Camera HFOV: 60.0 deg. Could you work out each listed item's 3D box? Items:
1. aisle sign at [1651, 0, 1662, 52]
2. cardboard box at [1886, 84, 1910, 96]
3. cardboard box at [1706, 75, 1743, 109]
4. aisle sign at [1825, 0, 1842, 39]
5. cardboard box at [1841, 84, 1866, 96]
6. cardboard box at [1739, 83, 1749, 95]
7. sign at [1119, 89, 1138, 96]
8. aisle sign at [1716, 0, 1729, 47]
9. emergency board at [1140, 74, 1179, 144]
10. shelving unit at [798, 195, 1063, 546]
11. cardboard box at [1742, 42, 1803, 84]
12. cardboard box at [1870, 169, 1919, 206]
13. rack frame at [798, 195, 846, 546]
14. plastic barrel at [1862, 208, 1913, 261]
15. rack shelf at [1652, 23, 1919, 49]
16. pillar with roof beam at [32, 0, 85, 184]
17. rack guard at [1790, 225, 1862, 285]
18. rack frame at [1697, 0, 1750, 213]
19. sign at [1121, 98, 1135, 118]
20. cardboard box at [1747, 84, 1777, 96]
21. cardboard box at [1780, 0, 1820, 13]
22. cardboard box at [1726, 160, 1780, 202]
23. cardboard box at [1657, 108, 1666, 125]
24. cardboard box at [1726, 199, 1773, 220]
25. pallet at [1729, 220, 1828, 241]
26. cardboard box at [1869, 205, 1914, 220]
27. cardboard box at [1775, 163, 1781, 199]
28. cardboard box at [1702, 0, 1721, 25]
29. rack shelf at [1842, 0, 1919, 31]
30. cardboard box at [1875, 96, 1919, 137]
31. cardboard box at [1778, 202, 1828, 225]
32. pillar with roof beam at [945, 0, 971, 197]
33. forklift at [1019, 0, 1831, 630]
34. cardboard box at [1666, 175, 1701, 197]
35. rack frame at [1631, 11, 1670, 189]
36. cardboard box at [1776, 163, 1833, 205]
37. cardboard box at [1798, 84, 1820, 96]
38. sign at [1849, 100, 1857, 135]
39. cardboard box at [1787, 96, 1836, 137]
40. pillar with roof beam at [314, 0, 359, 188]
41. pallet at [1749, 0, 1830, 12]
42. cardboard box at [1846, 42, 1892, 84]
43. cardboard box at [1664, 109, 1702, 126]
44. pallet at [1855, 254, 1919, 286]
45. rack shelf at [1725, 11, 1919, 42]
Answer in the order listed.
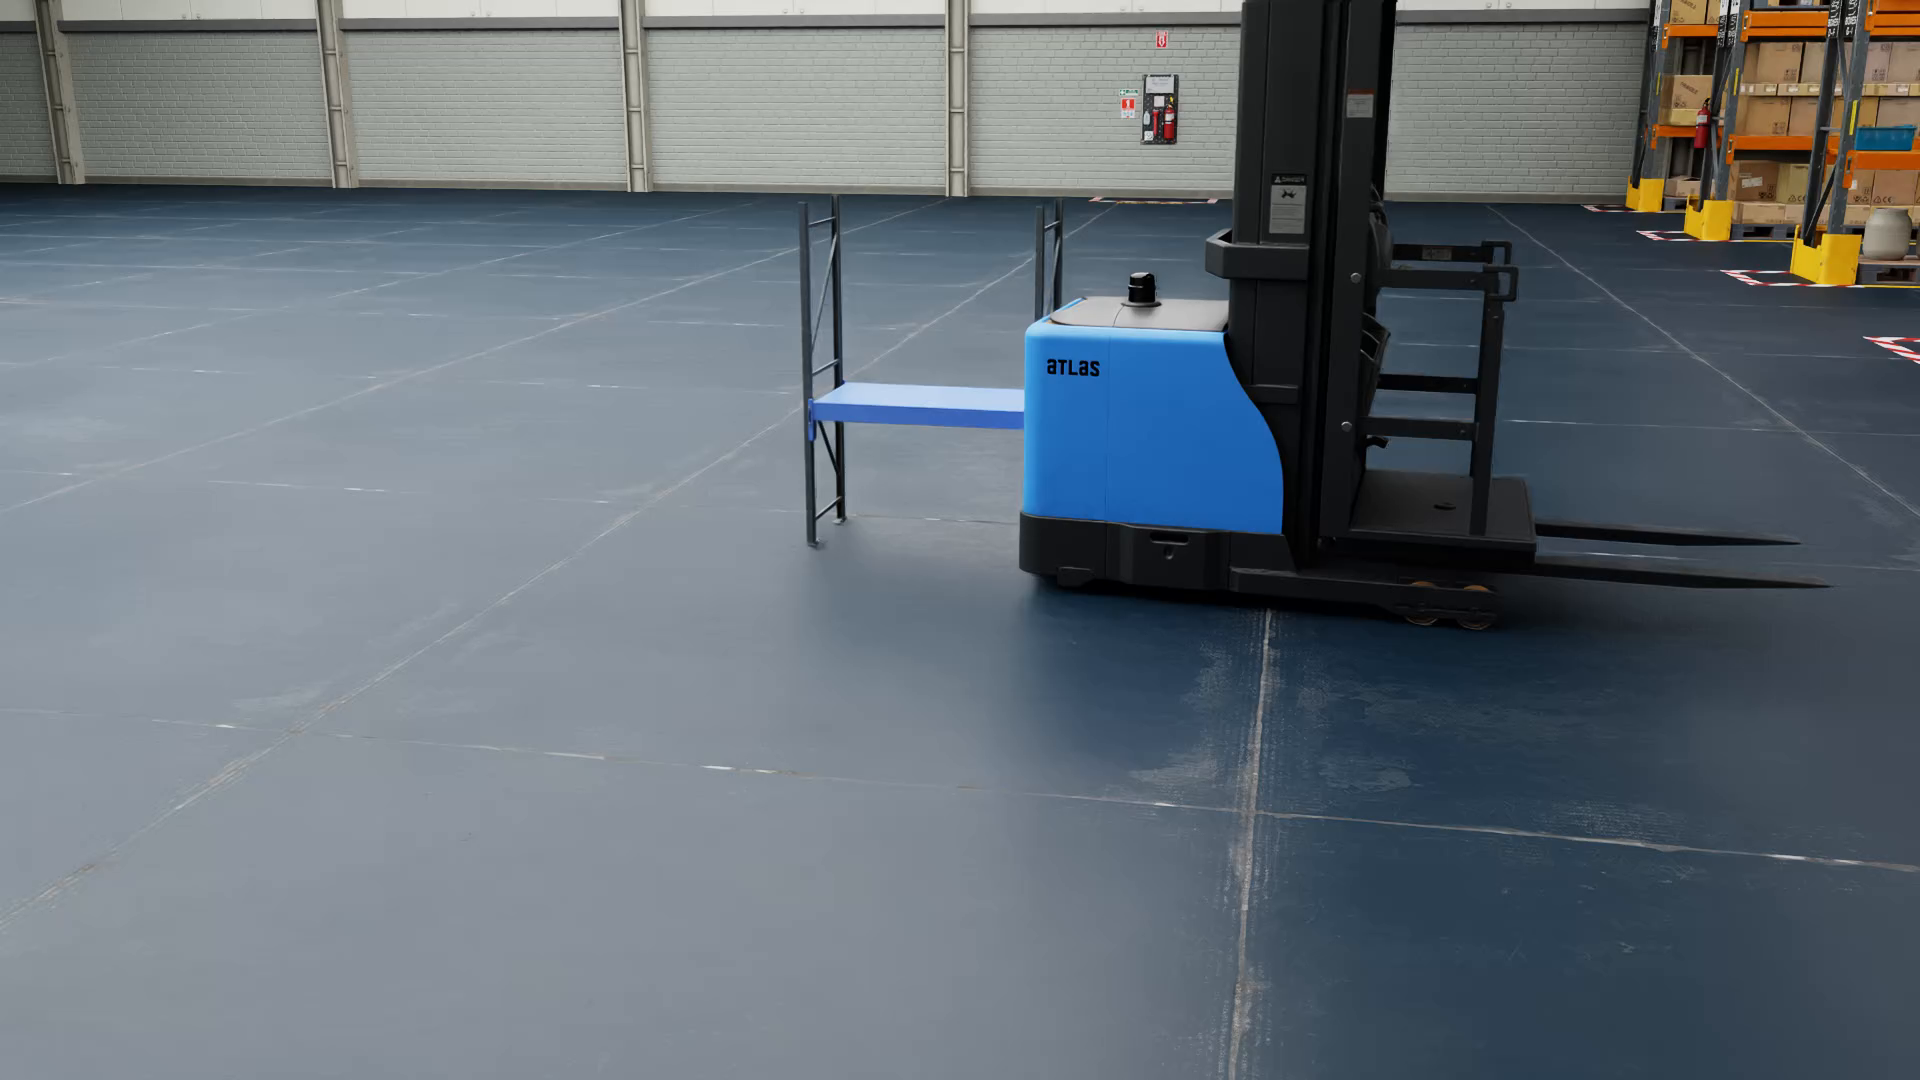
[{"bbox_3d":[10.739,-7.933,25.643,0.004,0.787,0.394,3,16,11],"label":"aisle sign"},{"bbox_3d":[11.733,-5.661,20.906,0.250,0.149,0.380,3,16,12],"label":"cardboard box"},{"bbox_3d":[11.759,-6.921,25.697,0.500,0.500,0.500,3,16,11],"label":"cardboard box"},{"bbox_3d":[8.883,-5.498,16.851,0.004,0.787,0.394,3,16,11],"label":"aisle sign"},{"bbox_3d":[11.239,-5.688,21.006,0.250,0.149,0.380,3,16,9],"label":"cardboard box"},{"bbox_3d":[10.298,-5.849,21.588,0.250,0.149,0.380,3,16,10],"label":"cardboard box"},{"bbox_3d":[2.915,-7.731,28.724,0.331,0.109,0.001,3,16,11],"label":"sign"},{"bbox_3d":[9.880,-6.792,21.524,0.004,0.787,0.394,3,16,11],"label":"aisle sign"},{"bbox_3d":[3.434,-7.405,28.605,0.643,1.169,0.194,3,16,11],"label":"emergency board"},{"bbox_3d":[-0.115,-0.731,7.323,1.048,1.500,0.538,4,16,12],"label":"shelving unit"},{"bbox_3d":[10.392,-6.102,21.283,0.500,0.500,0.700,3,16,11],"label":"cardboard box"},{"bbox_3d":[11.836,-4.531,21.188,0.500,0.500,0.500,3,16,11],"label":"cardboard box"},{"bbox_3d":[-0.611,-0.762,7.433,0.032,1.500,0.500,4,16,12],"label":"rack frame"},{"bbox_3d":[9.555,-3.152,17.126,0.421,0.512,0.421,0,15,0],"label":"plastic barrel"},{"bbox_3d":[12.829,-7.748,25.571,4.000,0.370,1.077,3,16,11],"label":"rack shelf"},{"bbox_3d":[-18.529,-10.305,27.837,0.400,9.000,9.100,3,16,11],"label":"pillar with roof beam"},{"bbox_3d":[8.978,-2.967,17.267,0.348,0.500,1.175,3,16,11],"label":"rack guard"},{"bbox_3d":[9.885,-5.459,21.581,0.127,3.000,1.000,3,16,11],"label":"rack frame"},{"bbox_3d":[2.912,-7.478,28.804,0.234,0.329,0.001,3,16,11],"label":"sign"},{"bbox_3d":[10.227,-5.743,21.202,0.250,0.149,0.380,3,16,11],"label":"cardboard box"},{"bbox_3d":[12.705,-8.088,25.228,0.500,0.500,0.500,4,16,15],"label":"cardboard box"},{"bbox_3d":[10.470,-4.747,21.970,0.500,0.500,0.500,3,16,11],"label":"cardboard box"},{"bbox_3d":[11.366,-6.718,26.371,0.500,0.250,0.500,3,16,12],"label":"cardboard box"},{"bbox_3d":[10.470,-4.385,22.068,0.500,0.250,0.500,3,16,11],"label":"cardboard box"},{"bbox_3d":[10.643,-4.086,21.846,1.213,0.211,1.003,3,16,11],"label":"pallet"},{"bbox_3d":[11.836,-4.170,21.289,0.500,0.250,0.500,3,16,11],"label":"cardboard box"},{"bbox_3d":[12.797,-5.620,26.019,0.500,0.500,0.700,2,16,8],"label":"cardboard box"},{"bbox_3d":[11.666,-8.138,25.406,0.500,0.500,0.500,4,16,15],"label":"cardboard box"},{"bbox_3d":[10.855,-5.156,16.215,4.000,0.370,1.077,3,16,11],"label":"rack shelf"},{"bbox_3d":[11.858,-5.398,21.171,0.500,0.500,0.700,4,16,13],"label":"cardboard box"},{"bbox_3d":[10.857,-4.224,21.486,0.500,0.250,0.500,3,16,11],"label":"cardboard box"},{"bbox_3d":[-0.890,-9.348,24.380,0.400,9.000,9.100,3,16,11],"label":"pillar with roof beam"},{"bbox_3d":[1.818,-1.231,6.447,3.031,2.935,1.130,5,16,16],"label":"forklift"},{"bbox_3d":[11.529,-5.611,26.342,0.500,0.311,0.500,1,16,5],"label":"cardboard box"},{"bbox_3d":[10.869,-6.755,26.260,0.127,3.000,1.000,3,16,11],"label":"rack frame"},{"bbox_3d":[10.857,-4.585,21.385,0.500,0.500,0.500,3,16,11],"label":"cardboard box"},{"bbox_3d":[10.730,-5.716,21.105,0.250,0.149,0.380,3,16,11],"label":"cardboard box"},{"bbox_3d":[8.781,-4.153,16.348,0.005,0.325,0.100,3,16,11],"label":"sign"},{"bbox_3d":[10.856,-5.453,21.370,0.500,0.500,0.700,4,16,13],"label":"cardboard box"},{"bbox_3d":[-12.649,-9.986,26.685,0.400,9.000,9.100,3,16,11],"label":"pillar with roof beam"},{"bbox_3d":[10.573,-6.818,21.032,1.213,0.211,1.003,3,16,11],"label":"pallet"},{"bbox_3d":[11.403,-6.048,21.091,0.500,0.500,0.700,3,16,11],"label":"cardboard box"},{"bbox_3d":[11.284,-6.584,25.884,0.500,0.250,0.500,3,16,9],"label":"cardboard box"},{"bbox_3d":[9.774,-2.783,17.145,1.213,0.211,1.003,3,16,11],"label":"pallet"},{"bbox_3d":[11.845,-6.452,20.893,4.000,0.370,1.077,3,16,11],"label":"rack shelf"}]
